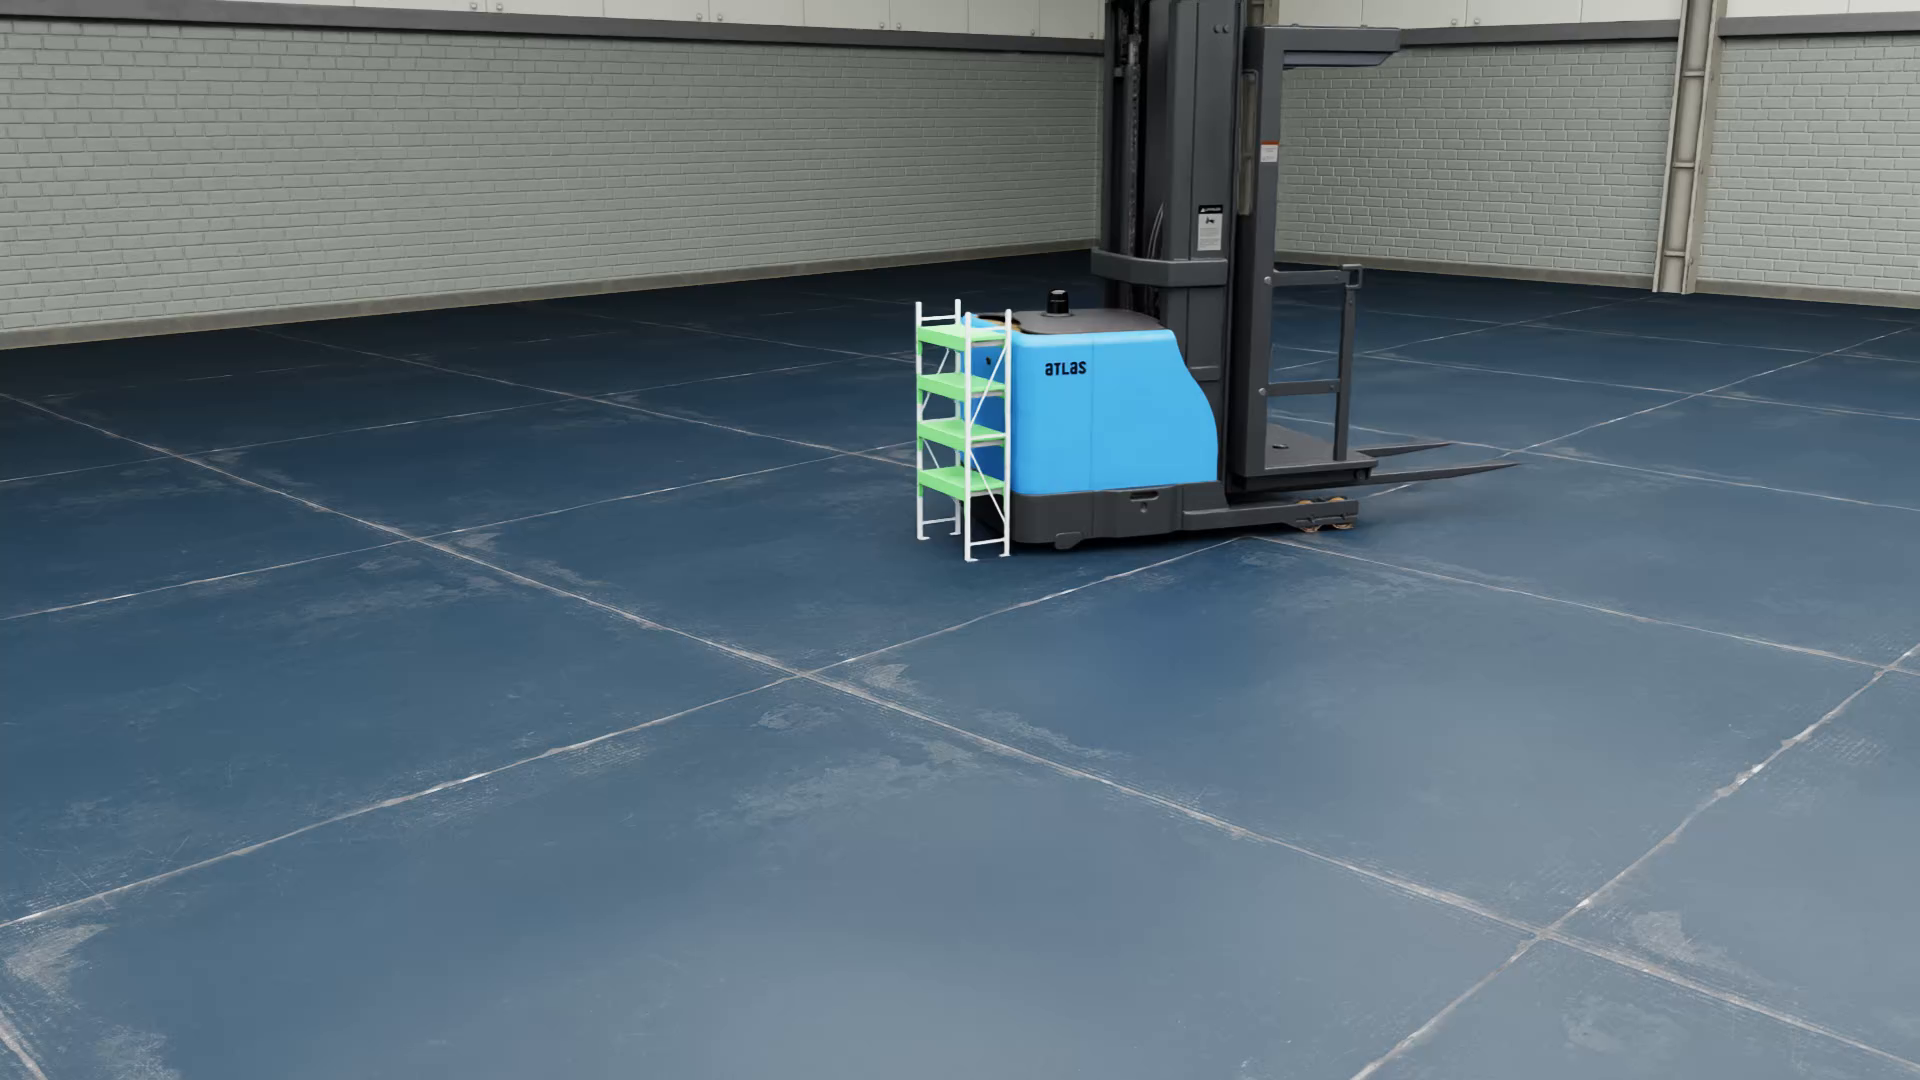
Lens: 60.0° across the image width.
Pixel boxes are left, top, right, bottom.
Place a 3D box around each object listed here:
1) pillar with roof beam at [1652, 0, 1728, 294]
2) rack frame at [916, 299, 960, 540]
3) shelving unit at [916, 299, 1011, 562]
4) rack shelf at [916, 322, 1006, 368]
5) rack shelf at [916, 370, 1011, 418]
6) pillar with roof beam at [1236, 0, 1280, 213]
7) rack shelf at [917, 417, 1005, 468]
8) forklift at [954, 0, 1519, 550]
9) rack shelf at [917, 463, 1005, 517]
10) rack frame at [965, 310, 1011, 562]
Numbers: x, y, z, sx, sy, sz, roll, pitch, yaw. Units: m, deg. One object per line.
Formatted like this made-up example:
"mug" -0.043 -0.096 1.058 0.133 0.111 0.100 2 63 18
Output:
"pillar with roof beam" 5.474 -6.514 15.583 0.400 9.000 9.100 14 20 42
"rack frame" -0.107 -0.598 8.347 0.240 1.200 0.015 -8 17 -28
"shelving unit" 0.013 -0.544 8.141 0.258 1.200 0.503 -8 17 -28
"rack shelf" 0.013 -0.947 8.036 0.258 0.148 0.480 -8 17 -28
"rack shelf" 0.013 -0.715 8.097 0.258 0.148 0.480 -8 17 -28
"pillar with roof beam" 1.154 -7.564 19.613 0.400 9.000 9.100 14 20 42
"rack shelf" 0.013 -0.482 8.157 0.258 0.148 0.480 -8 17 -28
"forklift" 1.544 -1.575 8.665 3.031 2.935 1.130 -5 15 -19
"rack shelf" 0.013 -0.250 8.218 0.258 0.148 0.480 -8 17 -28
"rack frame" 0.133 -0.491 7.936 0.240 1.200 0.015 -8 17 -28
